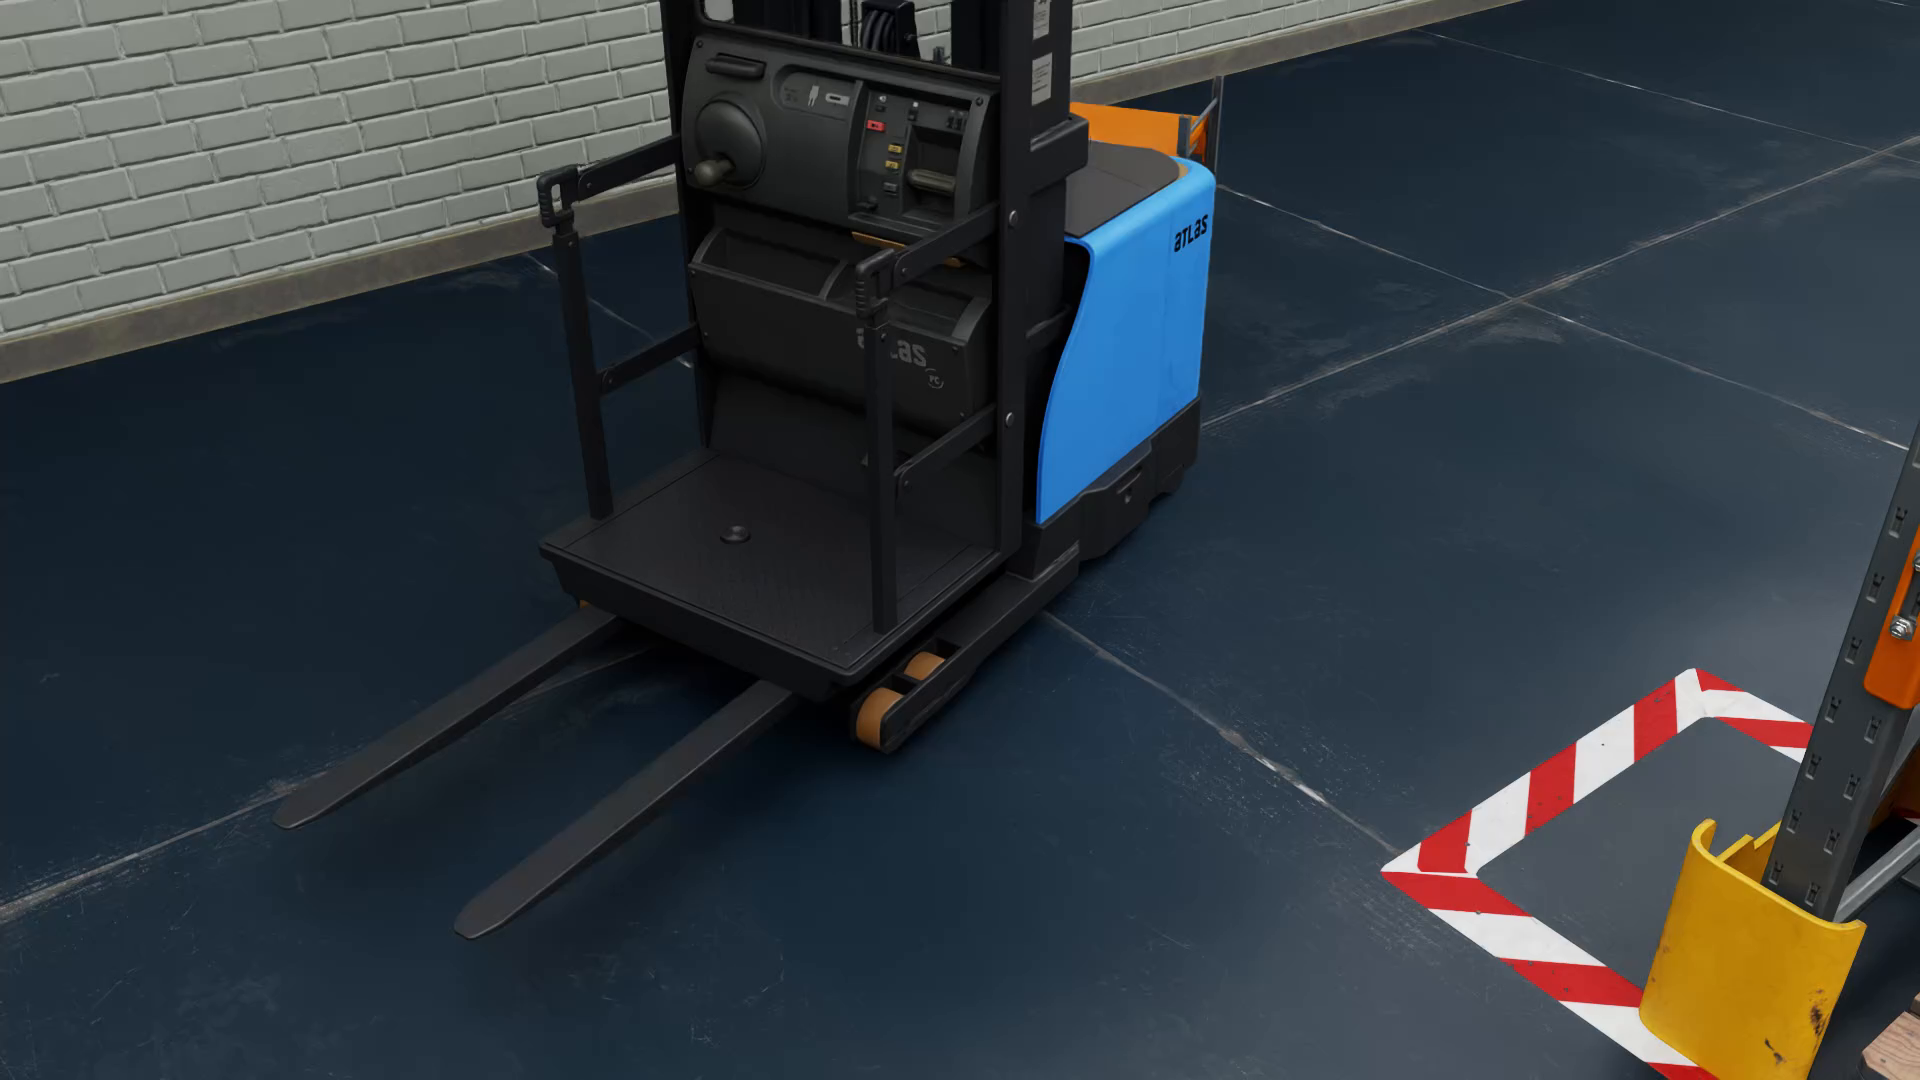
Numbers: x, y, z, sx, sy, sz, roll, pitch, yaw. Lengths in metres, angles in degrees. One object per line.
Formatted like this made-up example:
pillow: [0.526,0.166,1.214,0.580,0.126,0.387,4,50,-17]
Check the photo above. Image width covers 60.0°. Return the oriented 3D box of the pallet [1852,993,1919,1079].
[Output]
pallet: [2.507,1.182,3.146,1.003,0.211,1.213,-22,38,-31]

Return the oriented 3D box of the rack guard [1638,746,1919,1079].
rack guard: [2.007,0.698,3.653,1.175,0.500,0.348,-22,38,-31]

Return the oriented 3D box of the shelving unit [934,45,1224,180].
shelving unit: [0.323,-1.081,5.924,1.048,1.125,0.538,11,34,18]

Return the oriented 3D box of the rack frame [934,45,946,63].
rack frame: [-0.152,-1.176,6.078,0.032,1.125,0.500,11,34,18]

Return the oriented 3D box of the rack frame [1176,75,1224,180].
rack frame: [0.798,-0.985,5.770,0.032,1.125,0.500,11,34,18]

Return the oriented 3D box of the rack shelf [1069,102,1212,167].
rack shelf: [0.323,-1.329,5.769,1.000,0.278,0.538,11,34,18]

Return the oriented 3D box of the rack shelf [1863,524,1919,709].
rack shelf: [3.259,0.781,1.832,1.077,0.370,4.000,-22,38,-31]

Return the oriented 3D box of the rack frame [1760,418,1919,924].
rack frame: [2.032,-0.359,2.984,1.000,3.000,0.127,-22,38,-31]

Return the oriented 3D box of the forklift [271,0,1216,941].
forklift: [-0.449,-0.978,4.046,1.130,2.935,3.031,20,37,29]
